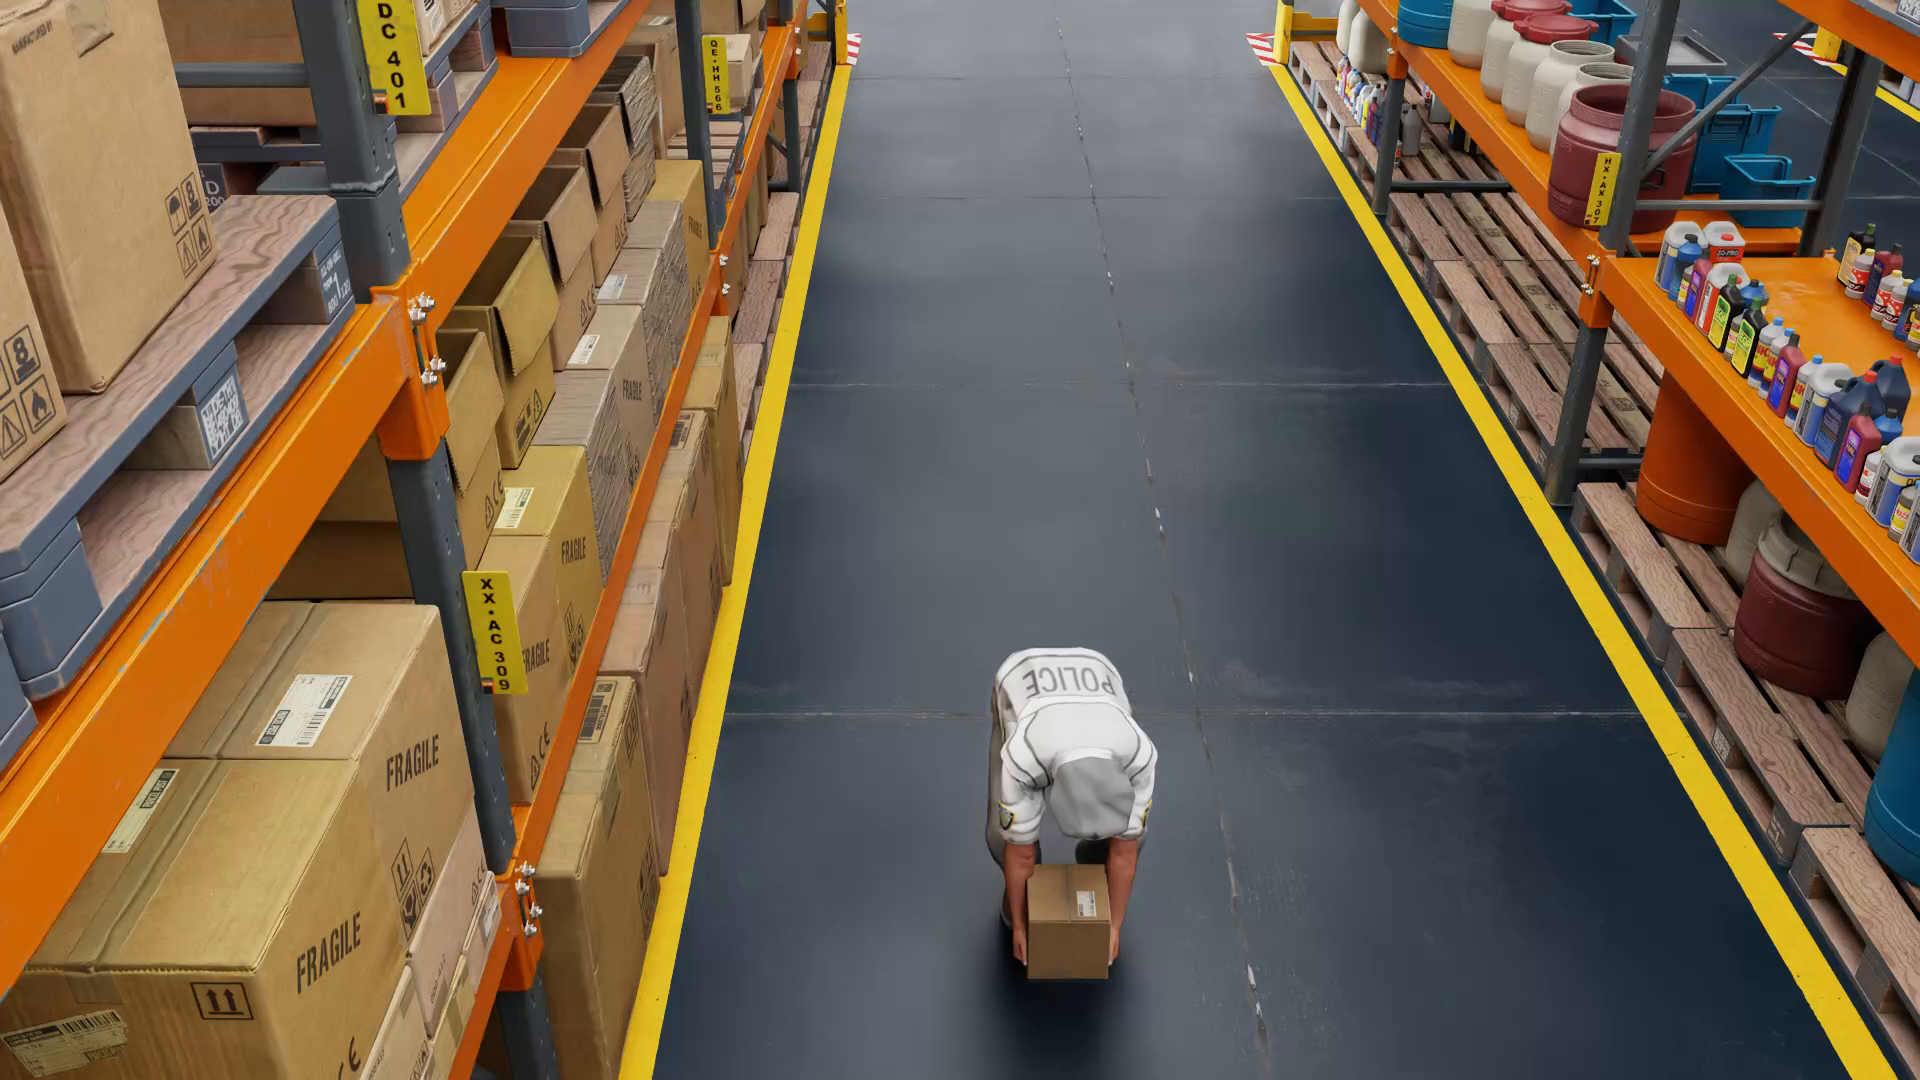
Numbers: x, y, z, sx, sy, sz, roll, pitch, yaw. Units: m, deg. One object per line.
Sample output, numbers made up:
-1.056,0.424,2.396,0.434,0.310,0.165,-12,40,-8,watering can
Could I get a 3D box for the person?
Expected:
0.350,0.886,5.357,0.534,1.043,1.029,-2,31,-3,person
